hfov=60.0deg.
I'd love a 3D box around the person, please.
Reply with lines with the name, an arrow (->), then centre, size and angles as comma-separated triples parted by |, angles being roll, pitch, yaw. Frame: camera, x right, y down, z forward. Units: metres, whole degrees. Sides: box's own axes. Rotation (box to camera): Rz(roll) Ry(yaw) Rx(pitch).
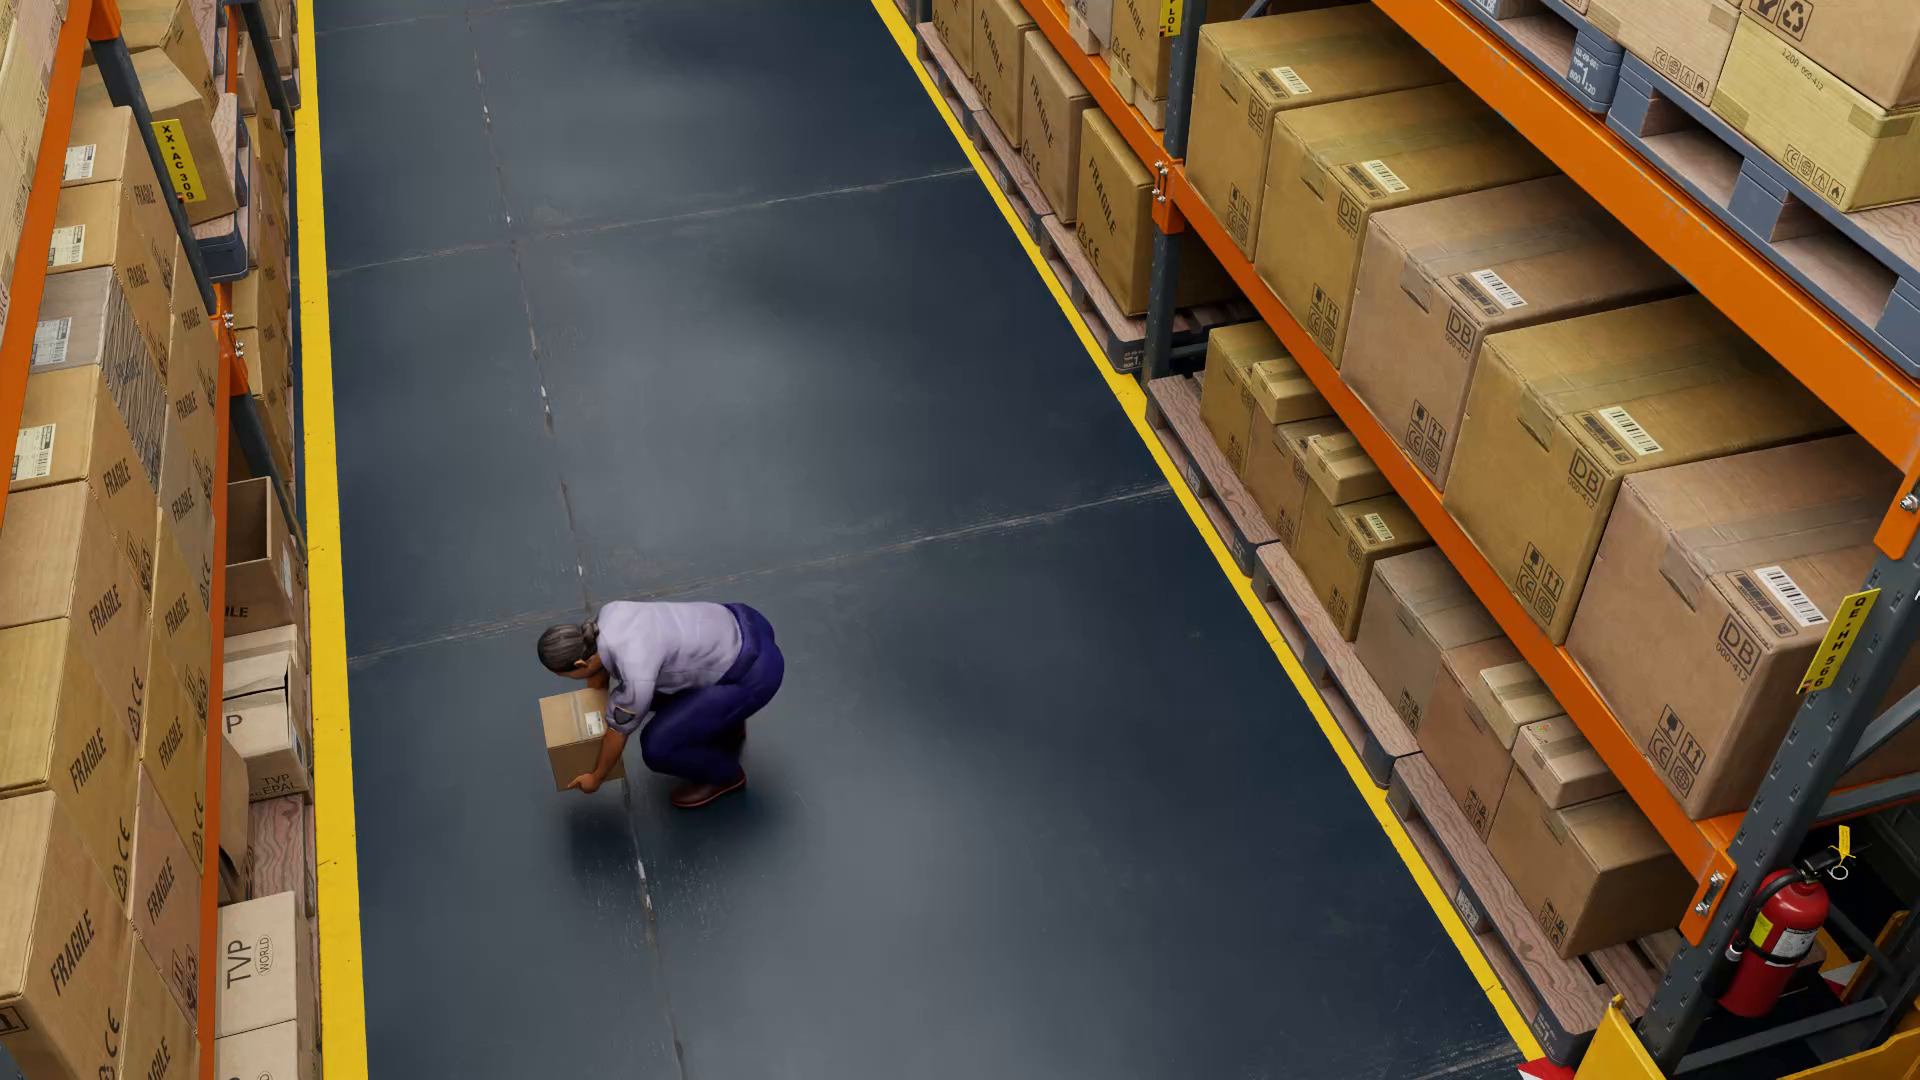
person -> -1.070, 0.554, 6.100 | 0.856, 0.938, 0.502 | -13, 44, -14
